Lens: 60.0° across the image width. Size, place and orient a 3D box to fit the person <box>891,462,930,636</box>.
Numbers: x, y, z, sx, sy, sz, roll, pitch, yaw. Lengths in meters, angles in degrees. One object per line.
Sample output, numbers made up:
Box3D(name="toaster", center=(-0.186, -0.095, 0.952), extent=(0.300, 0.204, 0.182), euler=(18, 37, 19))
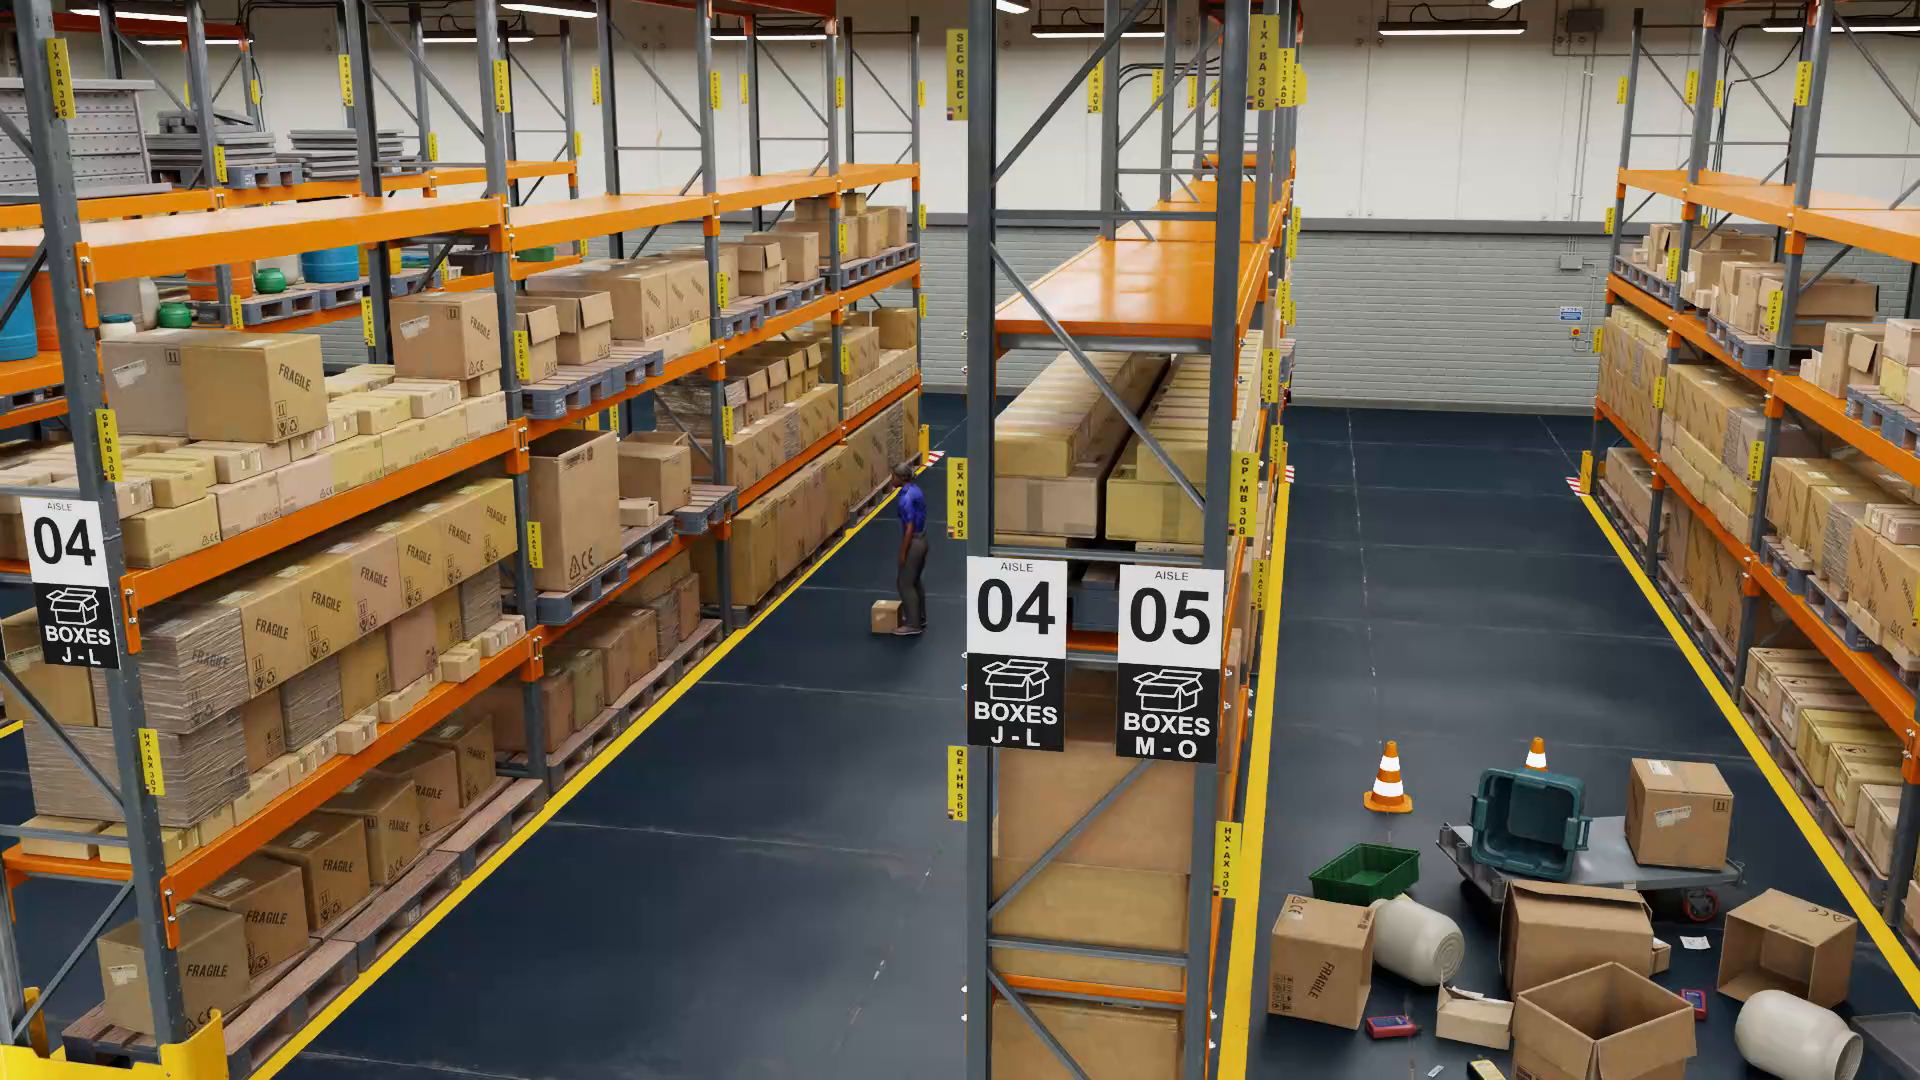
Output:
Box3D(name="person", center=(-0.474, 0.068, 15.764), extent=(0.352, 1.654, 0.518), euler=(3, 15, 10))
